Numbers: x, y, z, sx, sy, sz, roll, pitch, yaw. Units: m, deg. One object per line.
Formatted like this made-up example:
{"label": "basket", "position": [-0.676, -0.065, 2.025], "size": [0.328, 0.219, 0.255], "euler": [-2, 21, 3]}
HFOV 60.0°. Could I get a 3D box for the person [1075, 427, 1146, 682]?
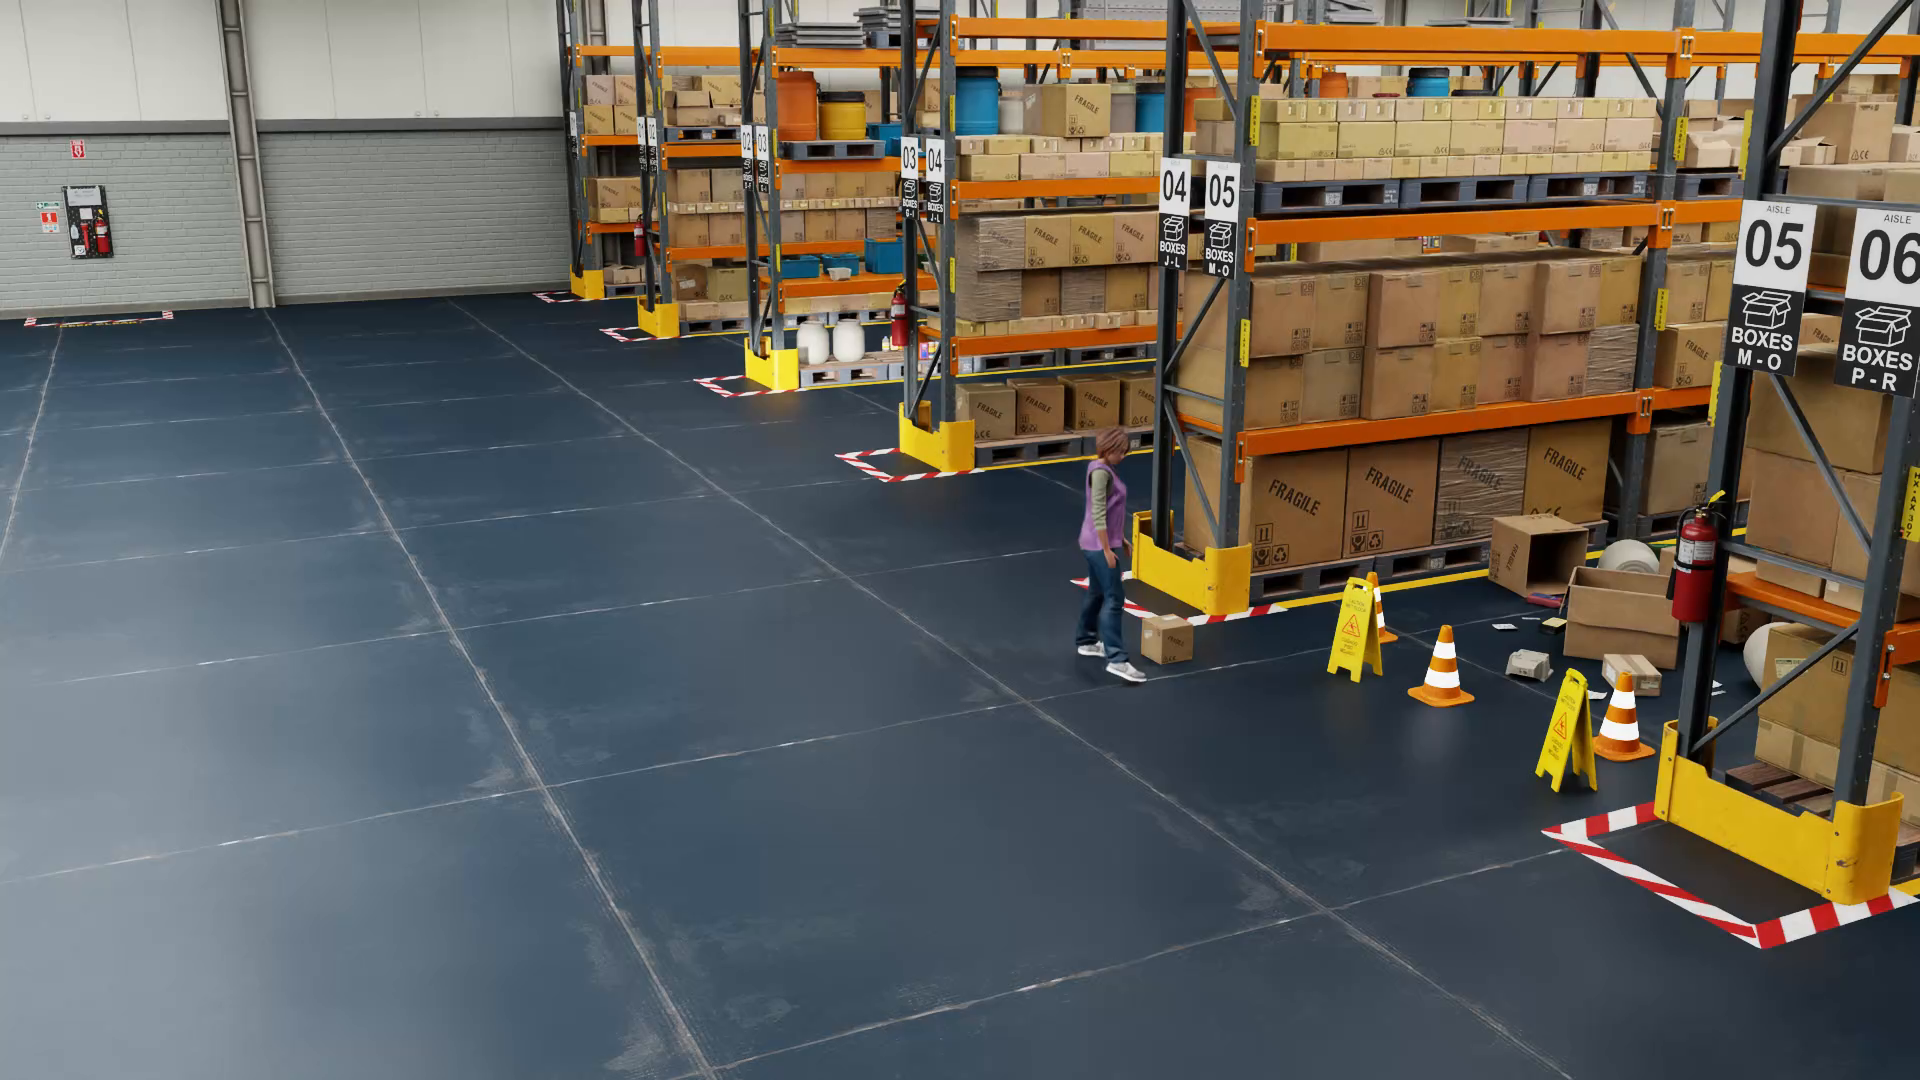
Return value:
{"label": "person", "position": [0.983, 0.083, 10.732], "size": [0.466, 1.571, 0.609], "euler": [1, 16, 4]}
